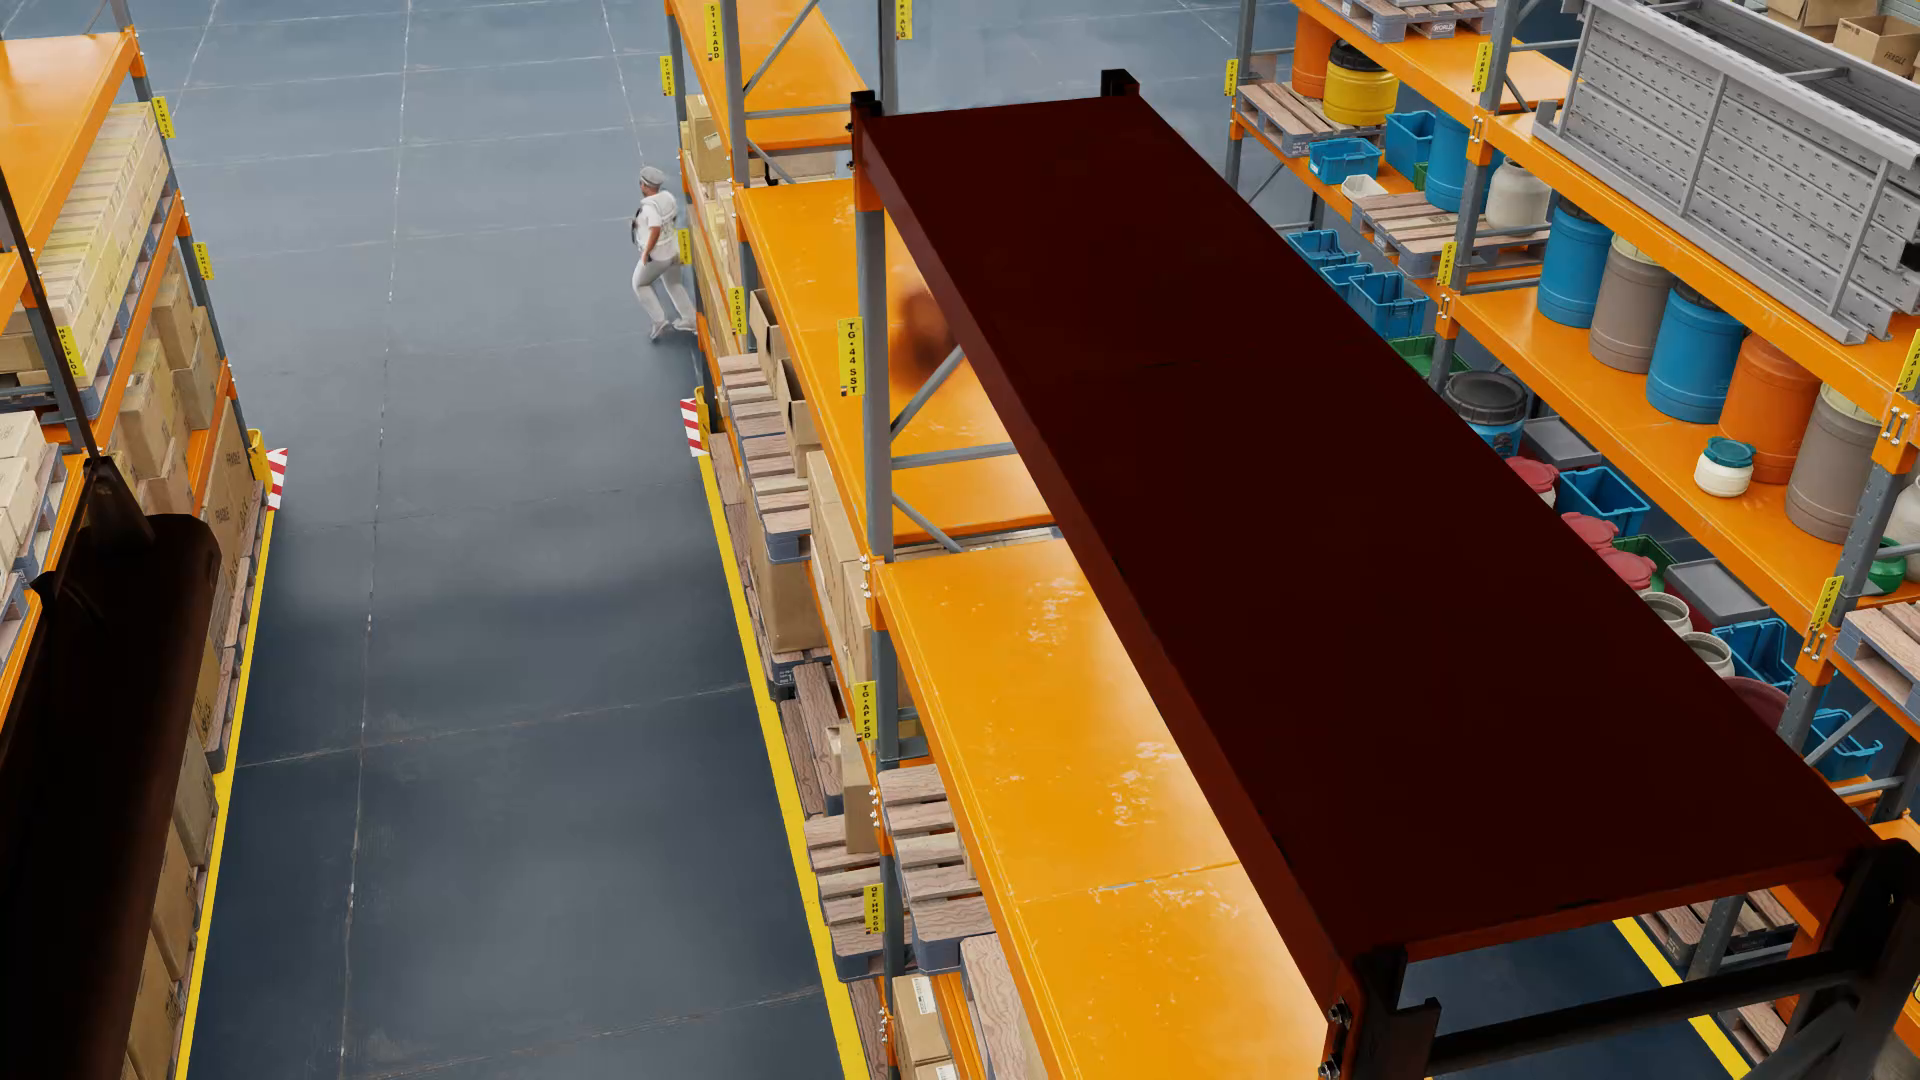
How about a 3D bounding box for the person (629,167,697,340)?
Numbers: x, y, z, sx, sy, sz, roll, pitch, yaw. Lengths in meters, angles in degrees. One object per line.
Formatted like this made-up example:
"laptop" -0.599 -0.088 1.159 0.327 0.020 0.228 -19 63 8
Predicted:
"person" -3.050 -2.860 16.747 0.741 1.846 0.688 17 38 23
